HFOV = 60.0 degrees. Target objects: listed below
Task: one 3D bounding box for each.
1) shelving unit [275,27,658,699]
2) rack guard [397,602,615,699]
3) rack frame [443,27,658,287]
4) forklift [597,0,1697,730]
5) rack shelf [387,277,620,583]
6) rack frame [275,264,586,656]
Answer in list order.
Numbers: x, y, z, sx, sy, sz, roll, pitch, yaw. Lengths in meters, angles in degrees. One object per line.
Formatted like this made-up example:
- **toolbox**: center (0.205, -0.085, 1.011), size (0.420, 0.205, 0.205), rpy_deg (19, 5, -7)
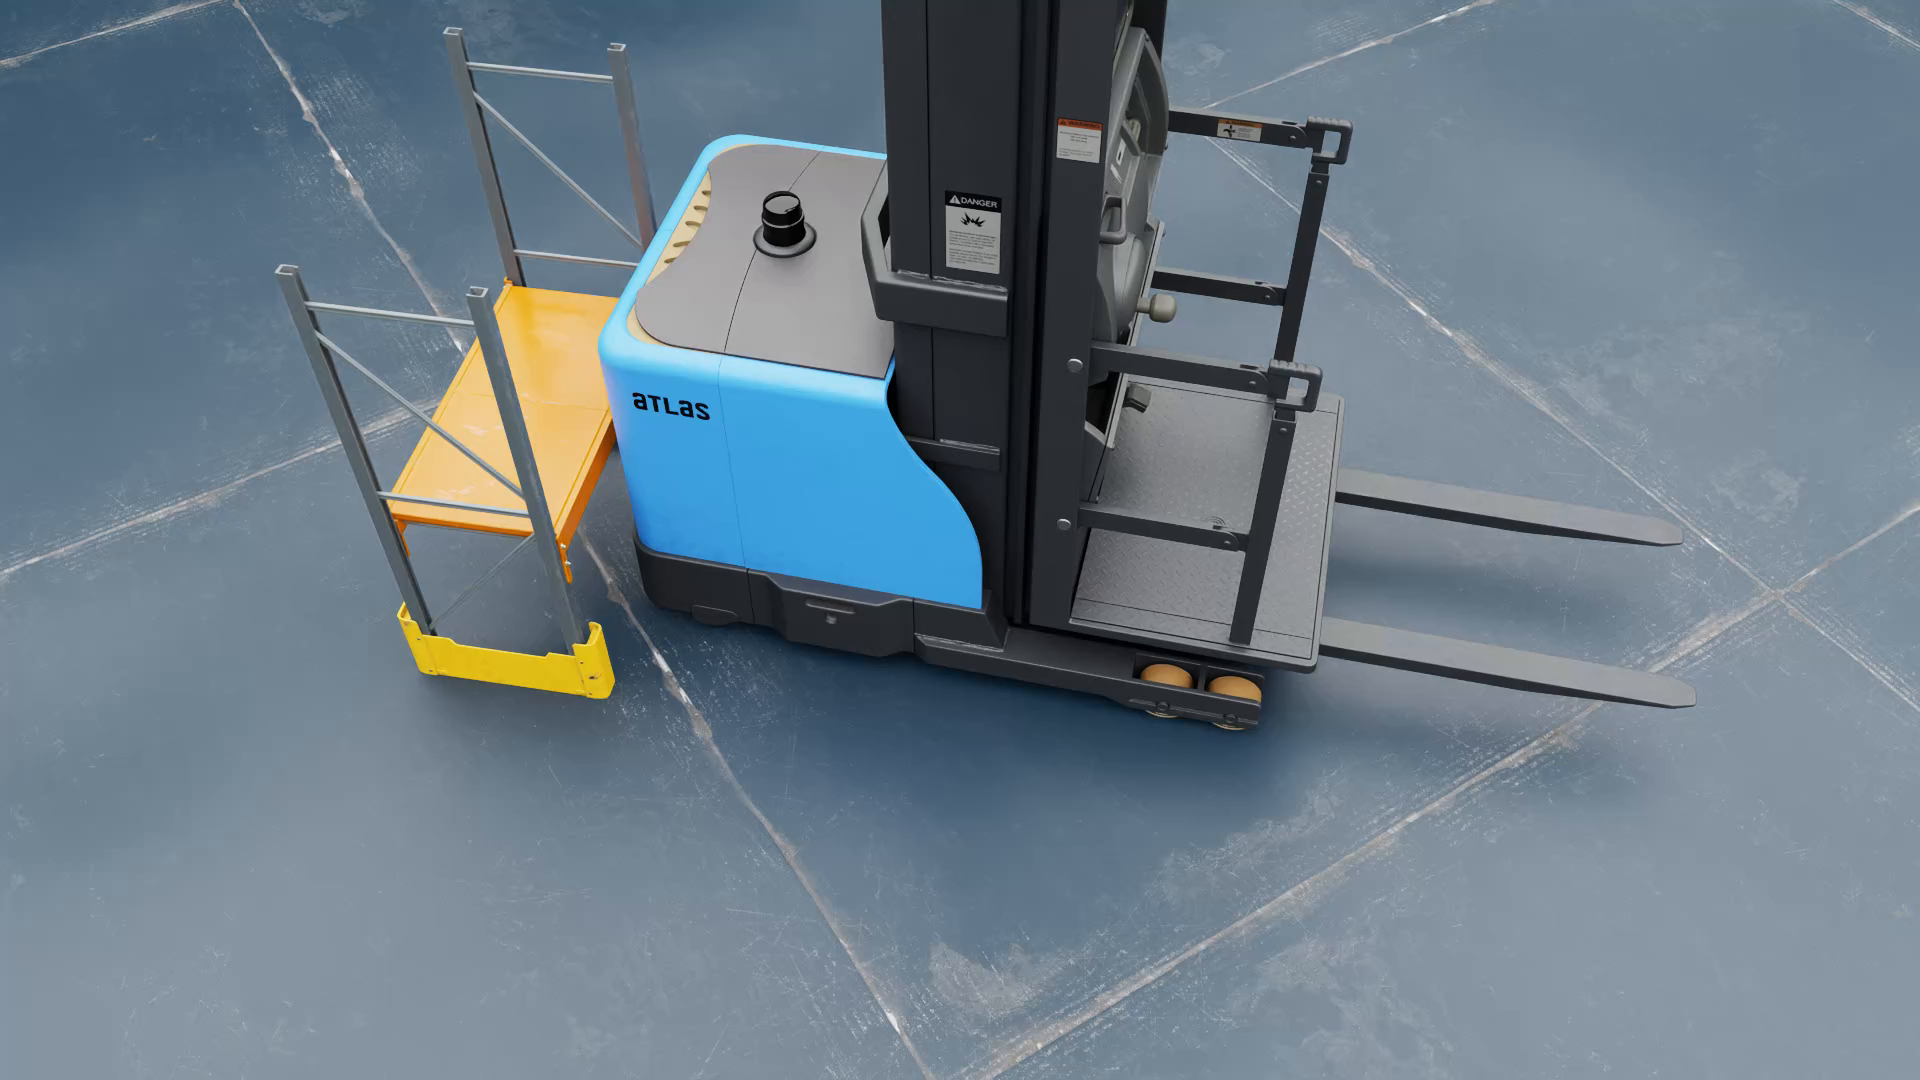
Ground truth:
- **shelving unit**: center (-1.220, -0.469, 4.663), size (0.587, 1.500, 1.083), rpy_deg (7, 49, 7)
- **rack guard**: center (-1.306, 0.313, 4.803), size (0.587, 0.250, 0.087), rpy_deg (7, 49, 7)
- **rack frame**: center (-1.134, -0.836, 4.990), size (0.500, 1.500, 0.032), rpy_deg (7, 49, 7)
- **forklift**: center (0.615, -0.870, 4.062), size (3.031, 2.935, 1.130), rpy_deg (10, 49, 9)
- **rack shelf**: center (-1.222, -0.343, 4.791), size (0.538, 0.185, 1.000), rpy_deg (7, 49, 7)
- **rack frame**: center (-1.310, -0.088, 4.324), size (0.500, 1.500, 0.032), rpy_deg (7, 49, 7)
